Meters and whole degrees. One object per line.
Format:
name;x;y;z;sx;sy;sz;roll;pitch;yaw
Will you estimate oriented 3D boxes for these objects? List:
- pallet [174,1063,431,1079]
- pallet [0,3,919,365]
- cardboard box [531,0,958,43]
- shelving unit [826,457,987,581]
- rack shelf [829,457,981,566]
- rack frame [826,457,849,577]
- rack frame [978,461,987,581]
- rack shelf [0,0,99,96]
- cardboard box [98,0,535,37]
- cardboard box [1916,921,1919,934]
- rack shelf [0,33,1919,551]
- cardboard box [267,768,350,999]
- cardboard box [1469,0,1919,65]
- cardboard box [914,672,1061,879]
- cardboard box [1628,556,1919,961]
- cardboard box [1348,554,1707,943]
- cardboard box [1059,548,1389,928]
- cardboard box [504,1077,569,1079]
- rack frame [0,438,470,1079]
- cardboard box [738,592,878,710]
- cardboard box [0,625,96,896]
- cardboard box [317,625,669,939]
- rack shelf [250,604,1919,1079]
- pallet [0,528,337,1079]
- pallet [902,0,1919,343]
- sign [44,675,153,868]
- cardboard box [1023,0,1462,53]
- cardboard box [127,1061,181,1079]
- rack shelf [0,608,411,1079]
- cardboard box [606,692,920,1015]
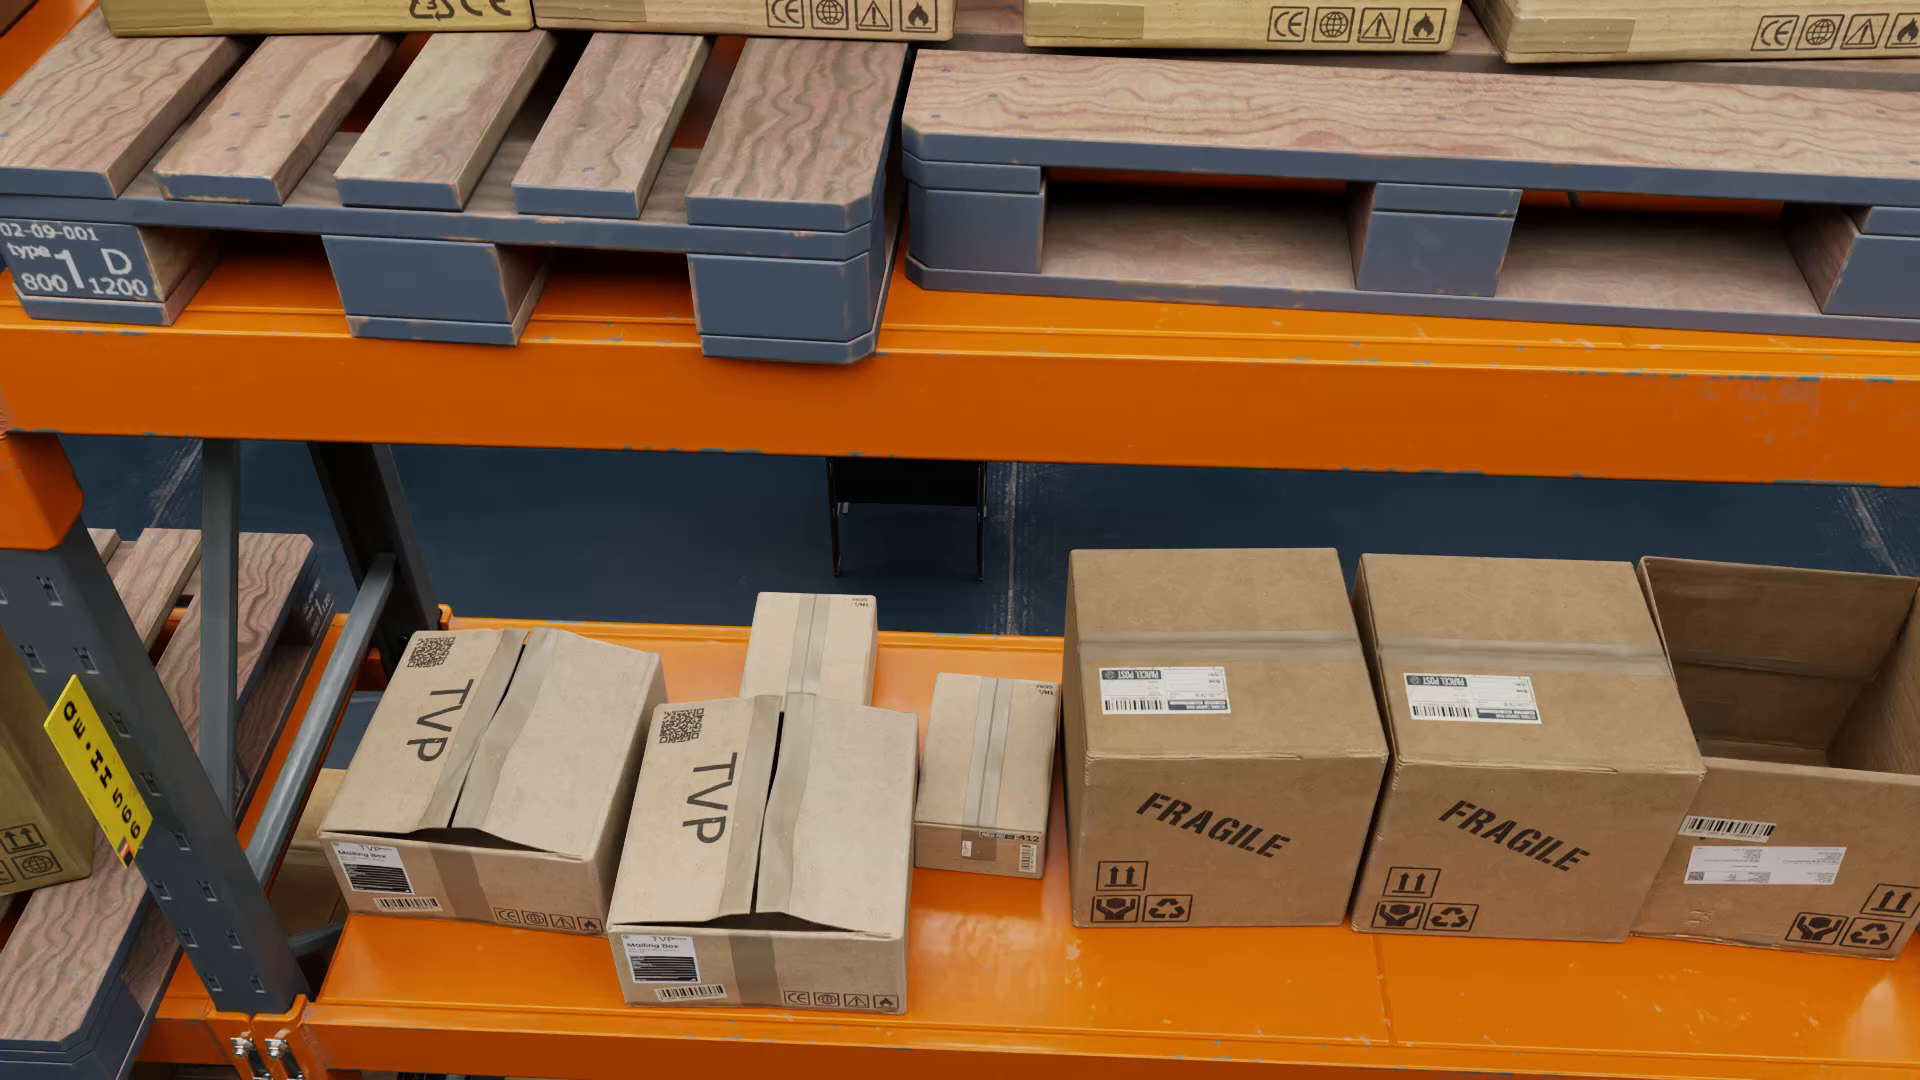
pallet;-1.965;1.333;4.164;1.213;0.211;1.003;2;43;2
pallet;-0.539;-0.707;2.247;1.003;0.211;1.213;4;43;4
cardboard box;-0.241;-0.856;2.069;0.500;0.250;0.500;3;43;3
shelving unit;-0.165;-0.773;5.040;0.503;2.100;0.431;2;43;2
rack shelf;-0.165;-0.251;5.526;0.480;0.518;0.431;2;43;2
rack frame;-0.409;-0.781;5.048;0.015;2.100;0.400;2;43;2
rack frame;0.078;-0.766;5.032;0.015;2.100;0.400;2;43;2
rack shelf;-3.219;-0.535;2.450;4.000;0.370;1.077;2;43;2
cardboard box;-0.765;-0.860;2.073;0.500;0.250;0.500;-1;43;-1
cardboard box;1.888;0.631;2.970;0.258;0.266;0.396;1;43;1
rack shelf;0.777;-0.412;2.319;4.000;0.370;1.077;2;43;2
cardboard box;-1.663;0.906;4.088;0.500;0.500;0.500;3;43;4
cardboard box;0.868;-0.813;2.023;0.500;0.250;0.500;-2;43;-2
cardboard box;0.055;0.454;3.246;0.250;0.149;0.380;5;43;5
cardboard box;1.482;0.397;3.050;0.500;0.500;0.500;5;43;5
cardboard box;0.982;0.381;3.067;0.500;0.500;0.500;2;43;2
cardboard box;0.456;0.365;3.084;0.500;0.500;0.500;0;43;0
cardboard box;-0.711;1.224;3.533;0.500;0.311;0.500;3;43;3
rack frame;-1.221;0.361;3.162;0.127;3.000;1.000;2;43;2
cardboard box;-0.310;0.293;3.420;0.250;0.149;0.380;2;43;2
cardboard box;-1.855;0.228;2.923;0.500;0.500;0.700;-12;44;-12
cardboard box;-0.860;0.435;3.148;0.500;0.311;0.500;4;43;5
rack shelf;0.777;0.686;3.341;4.000;0.370;1.077;2;43;2
pallet;-1.901;0.458;3.198;1.003;0.211;1.213;2;43;2
pallet;0.578;-0.675;2.212;1.213;0.211;1.003;4;43;4
sign;-1.236;0.336;2.397;0.005;0.325;0.100;2;43;2
cardboard box;0.330;-0.831;2.042;0.500;0.250;0.500;1;43;1
cardboard box;-2.166;1.246;3.723;0.500;0.500;0.500;3;43;4
rack shelf;-3.219;0.563;3.473;4.000;0.370;1.077;2;43;2
cardboard box;-0.336;0.553;3.021;0.500;0.311;0.500;1;43;1
